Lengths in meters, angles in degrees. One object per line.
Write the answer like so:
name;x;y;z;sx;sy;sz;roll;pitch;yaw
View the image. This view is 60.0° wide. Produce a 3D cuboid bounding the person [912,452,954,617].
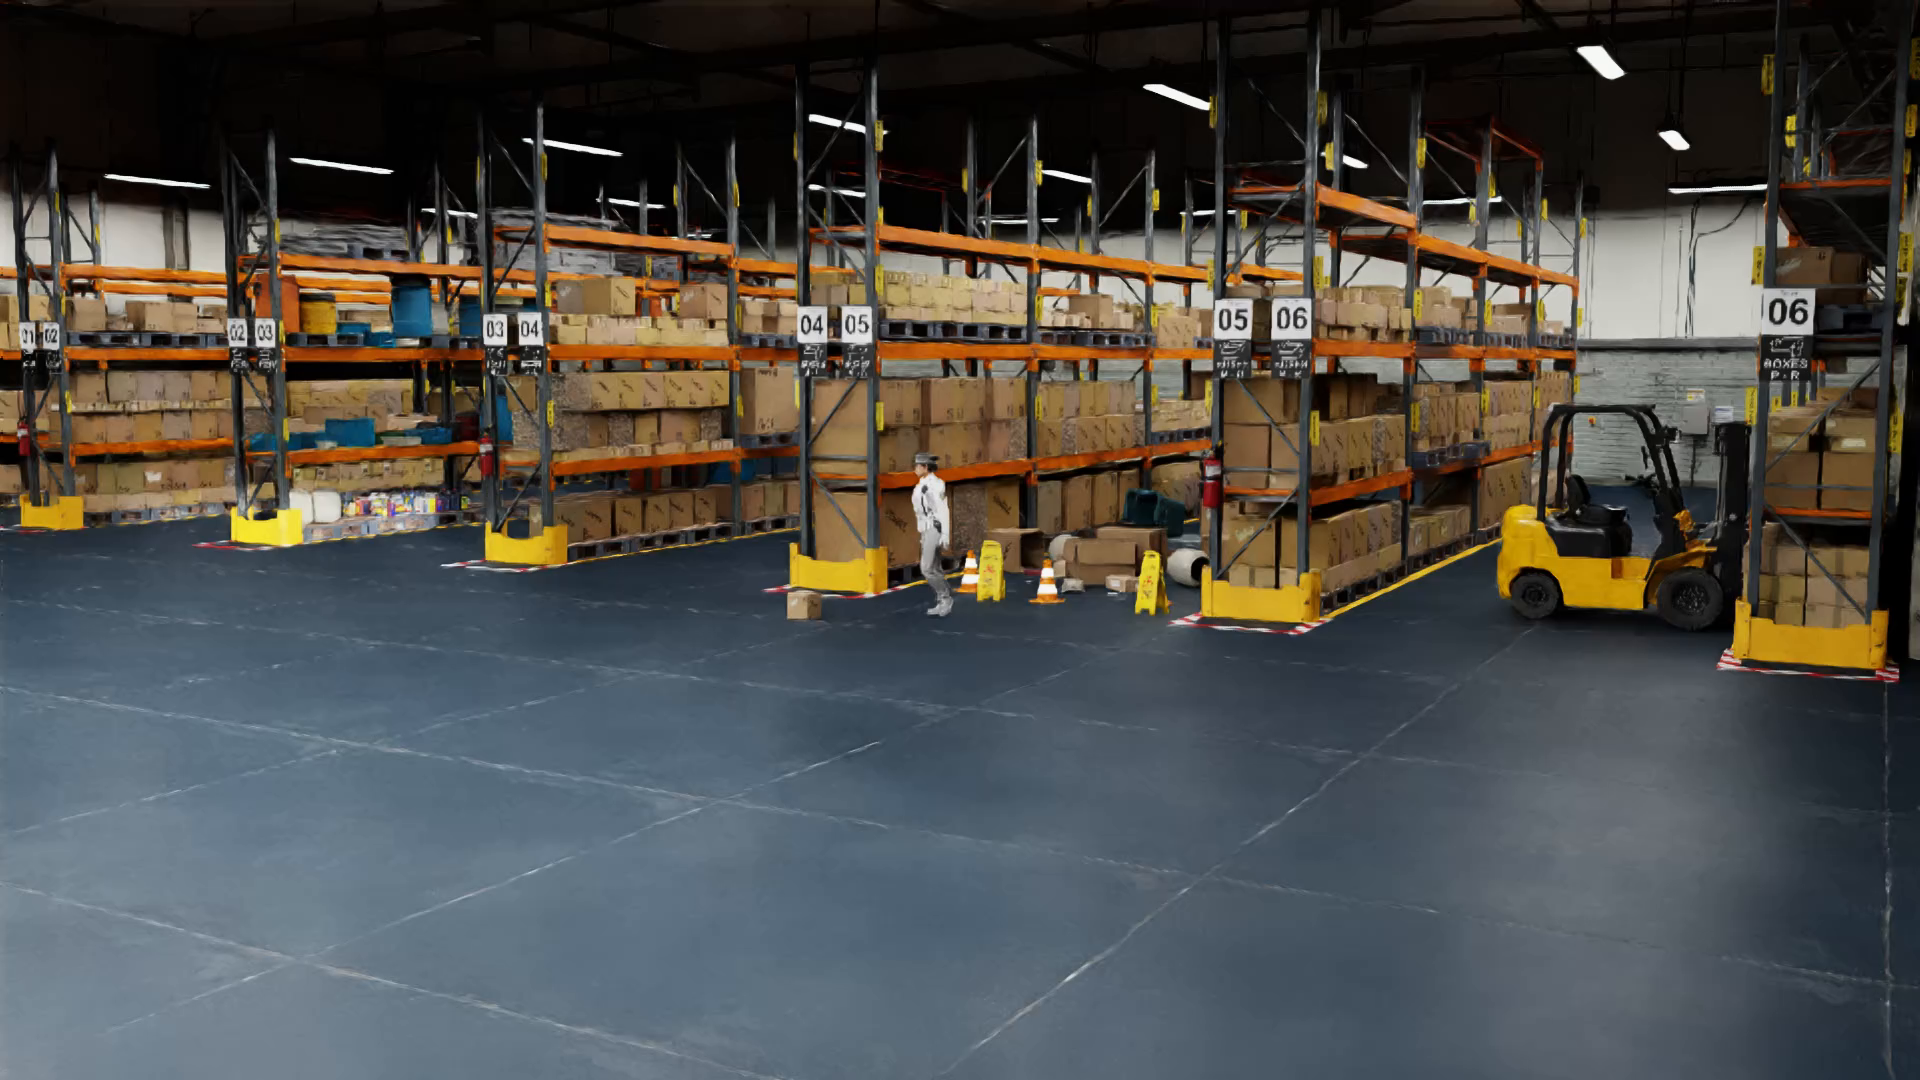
person;-0.271;-0.066;16.863;0.430;1.663;0.536;-3;7;-26
